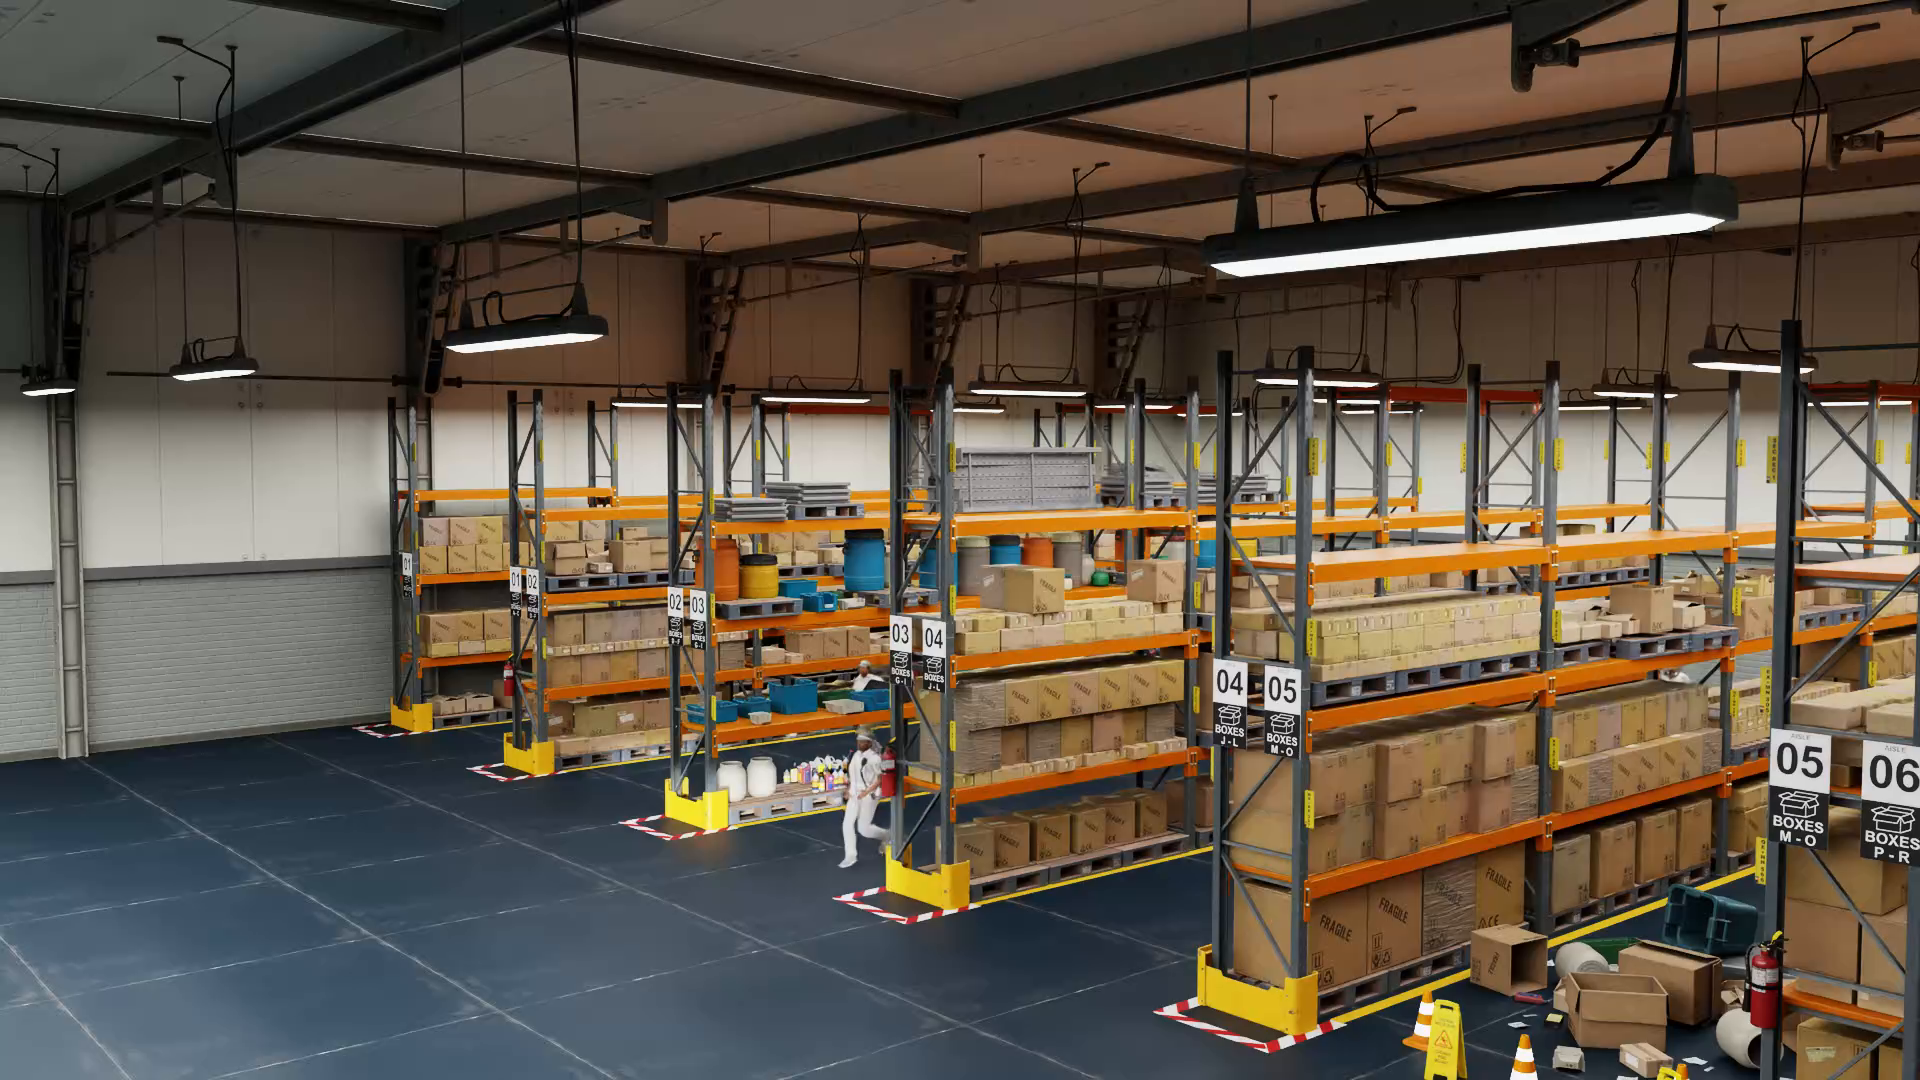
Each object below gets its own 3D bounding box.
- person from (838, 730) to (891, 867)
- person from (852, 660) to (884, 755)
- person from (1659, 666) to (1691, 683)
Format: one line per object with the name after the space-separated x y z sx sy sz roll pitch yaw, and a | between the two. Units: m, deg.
-1.182 3.161 20.414 0.697 1.703 0.614 -3 5 -44 | person
-1.513 2.788 26.853 0.725 1.718 0.592 -3 5 -45 | person
11.439 2.720 26.632 0.957 1.797 0.674 -3 4 -41 | person
